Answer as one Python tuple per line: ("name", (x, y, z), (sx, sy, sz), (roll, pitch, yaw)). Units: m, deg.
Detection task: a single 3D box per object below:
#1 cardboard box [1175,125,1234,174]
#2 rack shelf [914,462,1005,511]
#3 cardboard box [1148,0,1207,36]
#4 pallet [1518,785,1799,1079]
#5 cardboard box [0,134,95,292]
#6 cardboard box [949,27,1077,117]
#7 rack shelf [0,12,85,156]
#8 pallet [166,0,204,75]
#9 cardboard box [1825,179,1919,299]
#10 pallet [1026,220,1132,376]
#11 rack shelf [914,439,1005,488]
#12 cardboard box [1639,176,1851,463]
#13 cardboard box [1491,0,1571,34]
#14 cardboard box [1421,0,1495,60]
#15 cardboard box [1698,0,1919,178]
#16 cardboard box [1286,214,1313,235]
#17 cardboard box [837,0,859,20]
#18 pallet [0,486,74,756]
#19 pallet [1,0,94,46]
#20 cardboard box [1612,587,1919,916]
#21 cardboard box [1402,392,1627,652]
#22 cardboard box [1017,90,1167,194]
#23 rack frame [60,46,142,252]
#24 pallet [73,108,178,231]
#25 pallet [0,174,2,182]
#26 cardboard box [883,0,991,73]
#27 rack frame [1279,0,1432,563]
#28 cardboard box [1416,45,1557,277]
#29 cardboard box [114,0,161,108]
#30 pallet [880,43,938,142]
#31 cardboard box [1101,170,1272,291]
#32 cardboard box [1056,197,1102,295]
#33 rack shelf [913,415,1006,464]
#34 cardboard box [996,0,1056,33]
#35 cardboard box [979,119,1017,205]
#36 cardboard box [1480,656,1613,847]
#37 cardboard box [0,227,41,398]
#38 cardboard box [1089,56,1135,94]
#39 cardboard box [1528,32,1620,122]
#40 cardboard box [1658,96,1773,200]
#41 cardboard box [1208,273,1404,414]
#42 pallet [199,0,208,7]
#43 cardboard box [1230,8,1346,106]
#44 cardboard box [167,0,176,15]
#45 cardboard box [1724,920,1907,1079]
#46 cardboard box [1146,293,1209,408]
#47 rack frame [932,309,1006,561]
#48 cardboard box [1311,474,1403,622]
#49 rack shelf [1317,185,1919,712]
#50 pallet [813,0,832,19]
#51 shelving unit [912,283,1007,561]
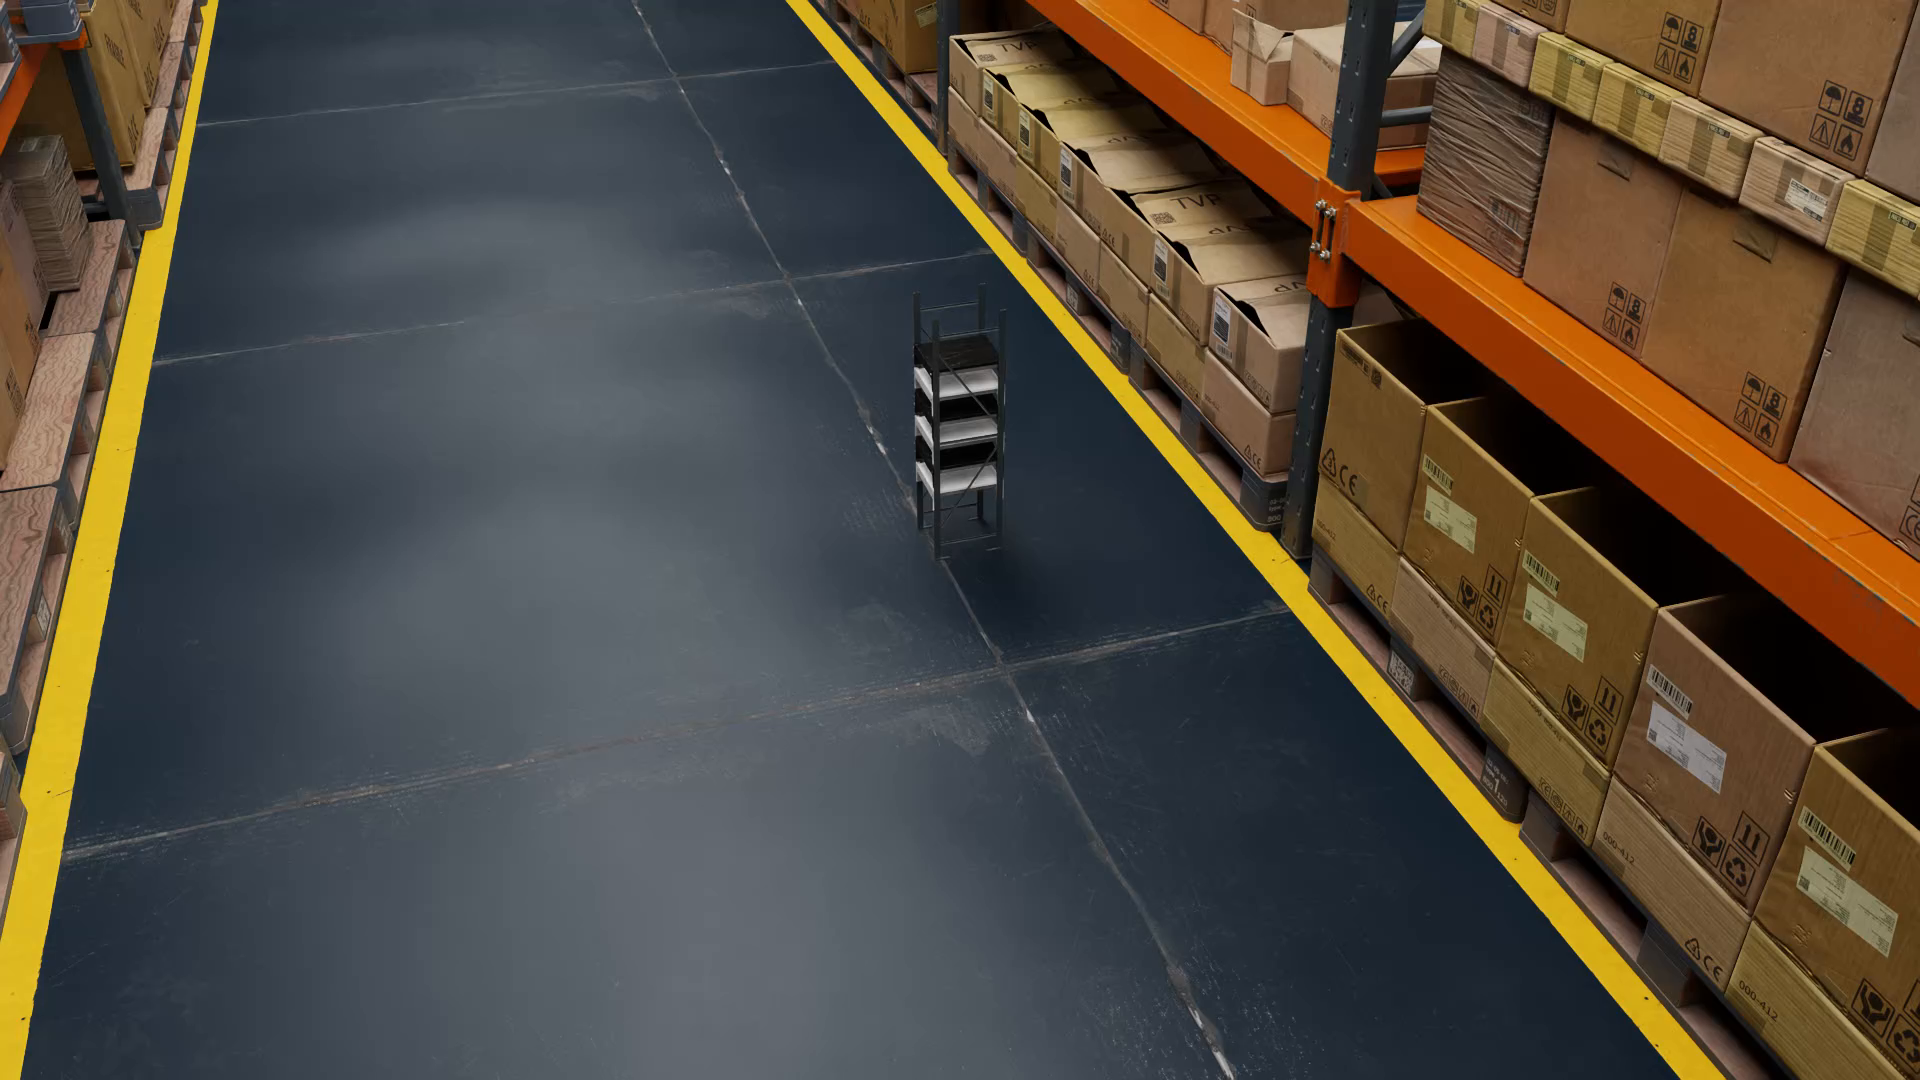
("cardboard box", (1.235, -1.619, 7.084), (0.500, 0.311, 0.500), (-9, 35, -13))
("rack shelf", (-0.002, -0.202, 5.626), (0.258, 0.077, 0.200), (-10, 35, -15))
("cardboard box", (1.062, -2.278, 6.387), (0.500, 0.500, 0.500), (-10, 35, -15))
("pallet", (2.173, 0.938, 4.138), (1.003, 0.211, 1.213), (-10, 35, -15))
("cardboard box", (-4.073, -1.328, 6.907), (0.700, 0.500, 0.500), (-10, 35, -14))
("cardboard box", (0.254, -2.329, 8.158), (0.500, 0.311, 0.500), (-9, 34, -13))
("rack shelf", (-3.732, -1.206, 5.507), (1.077, 0.370, 4.000), (-10, 35, -15))
("pallet", (-5.255, -3.101, 10.251), (1.003, 0.211, 1.213), (-10, 35, -15))
("cardboard box", (1.968, -0.617, 3.284), (0.380, 0.149, 0.250), (-10, 35, -15))
("pallet", (0.957, -1.150, 7.299), (1.003, 0.211, 1.213), (-10, 35, -15))
("rack shelf", (-0.002, -0.277, 5.576), (0.258, 0.077, 0.200), (-10, 35, -15))
("cardboard box", (2.052, -0.561, 3.788), (0.700, 0.500, 0.500), (-10, 35, -14))
("cardboard box", (1.736, -1.642, 4.247), (0.700, 0.500, 0.500), (-10, 35, -15))
("cardboard box", (1.492, -1.430, 4.514), (0.380, 0.149, 0.250), (-10, 35, -15))
("cardboard box", (2.043, -1.114, 3.448), (0.700, 0.500, 0.500), (-10, 35, -15))
("cardboard box", (1.558, -1.076, 6.262), (0.500, 0.311, 0.500), (-10, 35, -15))
("cardboard box", (-0.458, -3.530, 10.239), (0.500, 0.500, 0.500), (-11, 35, -17))
("pallet", (-3.361, 0.299, 5.107), (1.003, 0.211, 1.213), (-10, 35, -15))
("pallet", (-4.023, -2.120, 6.412), (1.213, 0.211, 1.003), (-10, 35, -15))
("cardboard box", (1.897, 0.451, 3.779), (0.500, 0.500, 0.500), (-10, 35, -15))
("cardboard box", (1.598, -0.075, 4.575), (0.500, 0.500, 0.500), (-10, 35, -15))
("cardboard box", (0.576, -1.786, 7.337), (0.500, 0.311, 0.500), (-11, 35, -16))
("rack frame", (-4.342, -2.556, 6.898), (1.000, 3.000, 0.127), (-10, 35, -15))
("pallet", (-4.511, -1.820, 8.312), (1.003, 0.211, 1.213), (-10, 35, -15))
("pallet", (-3.217, -0.802, 4.417), (1.003, 0.211, 1.213), (-10, 35, -15))
("cardboard box", (-0.135, -2.984, 9.413), (0.500, 0.500, 0.500), (-9, 34, -13))
("rack frame", (1.594, -1.291, 4.983), (1.000, 3.000, 0.127), (-10, 35, -15))
("cardboard box", (1.736, -1.101, 4.605), (0.700, 0.500, 0.500), (-11, 35, -16))
("cardboard box", (-4.703, -2.704, 8.690), (0.750, 0.750, 0.750), (-10, 35, -15))
("pallet", (0.183, -2.626, 9.533), (1.003, 0.211, 1.213), (-10, 35, -15))
("cardboard box", (0.883, -1.252, 6.529), (0.500, 0.311, 0.500), (-10, 35, -15))
("cardboard box", (0.729, -1.290, 7.095), (0.500, 0.250, 0.500), (-9, 35, -14))
("rack shelf", (-0.002, -0.352, 5.527), (0.258, 0.077, 0.200), (-10, 35, -15))
("cardboard box", (0.508, -2.819, 9.164), (0.500, 0.500, 0.500), (-9, 34, -13))
("cardboard box", (0.409, -1.831, 7.914), (0.500, 0.250, 0.500), (-11, 35, -16))
("cardboard box", (1.742, 0.502, 4.383), (0.500, 0.250, 0.500), (-10, 35, -15))
("cardboard box", (-3.848, -0.782, 6.080), (0.700, 0.500, 0.500), (-10, 35, -15))
("cardboard box", (0.933, -2.148, 7.884), (0.500, 0.311, 0.500), (-11, 35, -15))
("cardboard box", (1.649, -1.163, 4.110), (0.380, 0.149, 0.250), (-11, 35, -16))
("cardboard box", (1.805, -0.894, 3.703), (0.380, 0.149, 0.250), (-11, 35, -16))
("cardboard box", (1.198, -0.718, 5.720), (0.500, 0.311, 0.500), (-10, 35, -15))
("pallet", (-5.720, -3.905, 11.469), (1.003, 0.211, 1.213), (-10, 35, -15))
("cardboard box", (1.151, -1.666, 5.672), (0.396, 0.266, 0.258), (-11, 35, -16))
("cardboard box", (-5.240, -3.615, 10.070), (0.750, 0.750, 0.750), (-10, 35, -14))
("cardboard box", (2.051, 1.026, 3.589), (0.500, 0.250, 0.500), (-10, 35, -15))
("cardboard box", (1.039, -0.754, 6.284), (0.500, 0.250, 0.500), (-11, 35, -15))
("rack frame", (0.029, -0.326, 5.428), (0.240, 0.900, 0.006), (-10, 35, -15))
("cardboard box", (1.447, -0.025, 5.180), (0.500, 0.250, 0.500), (-10, 35, -15))
("rack shelf", (2.204, 0.059, 3.593), (1.077, 0.370, 4.000), (-10, 35, -15))
("pallet", (-0.562, -3.907, 11.472), (1.003, 0.211, 1.213), (-10, 35, -15))
("shelving unit", (-0.002, -0.380, 5.508), (0.258, 0.900, 0.210), (-10, 35, -15))
